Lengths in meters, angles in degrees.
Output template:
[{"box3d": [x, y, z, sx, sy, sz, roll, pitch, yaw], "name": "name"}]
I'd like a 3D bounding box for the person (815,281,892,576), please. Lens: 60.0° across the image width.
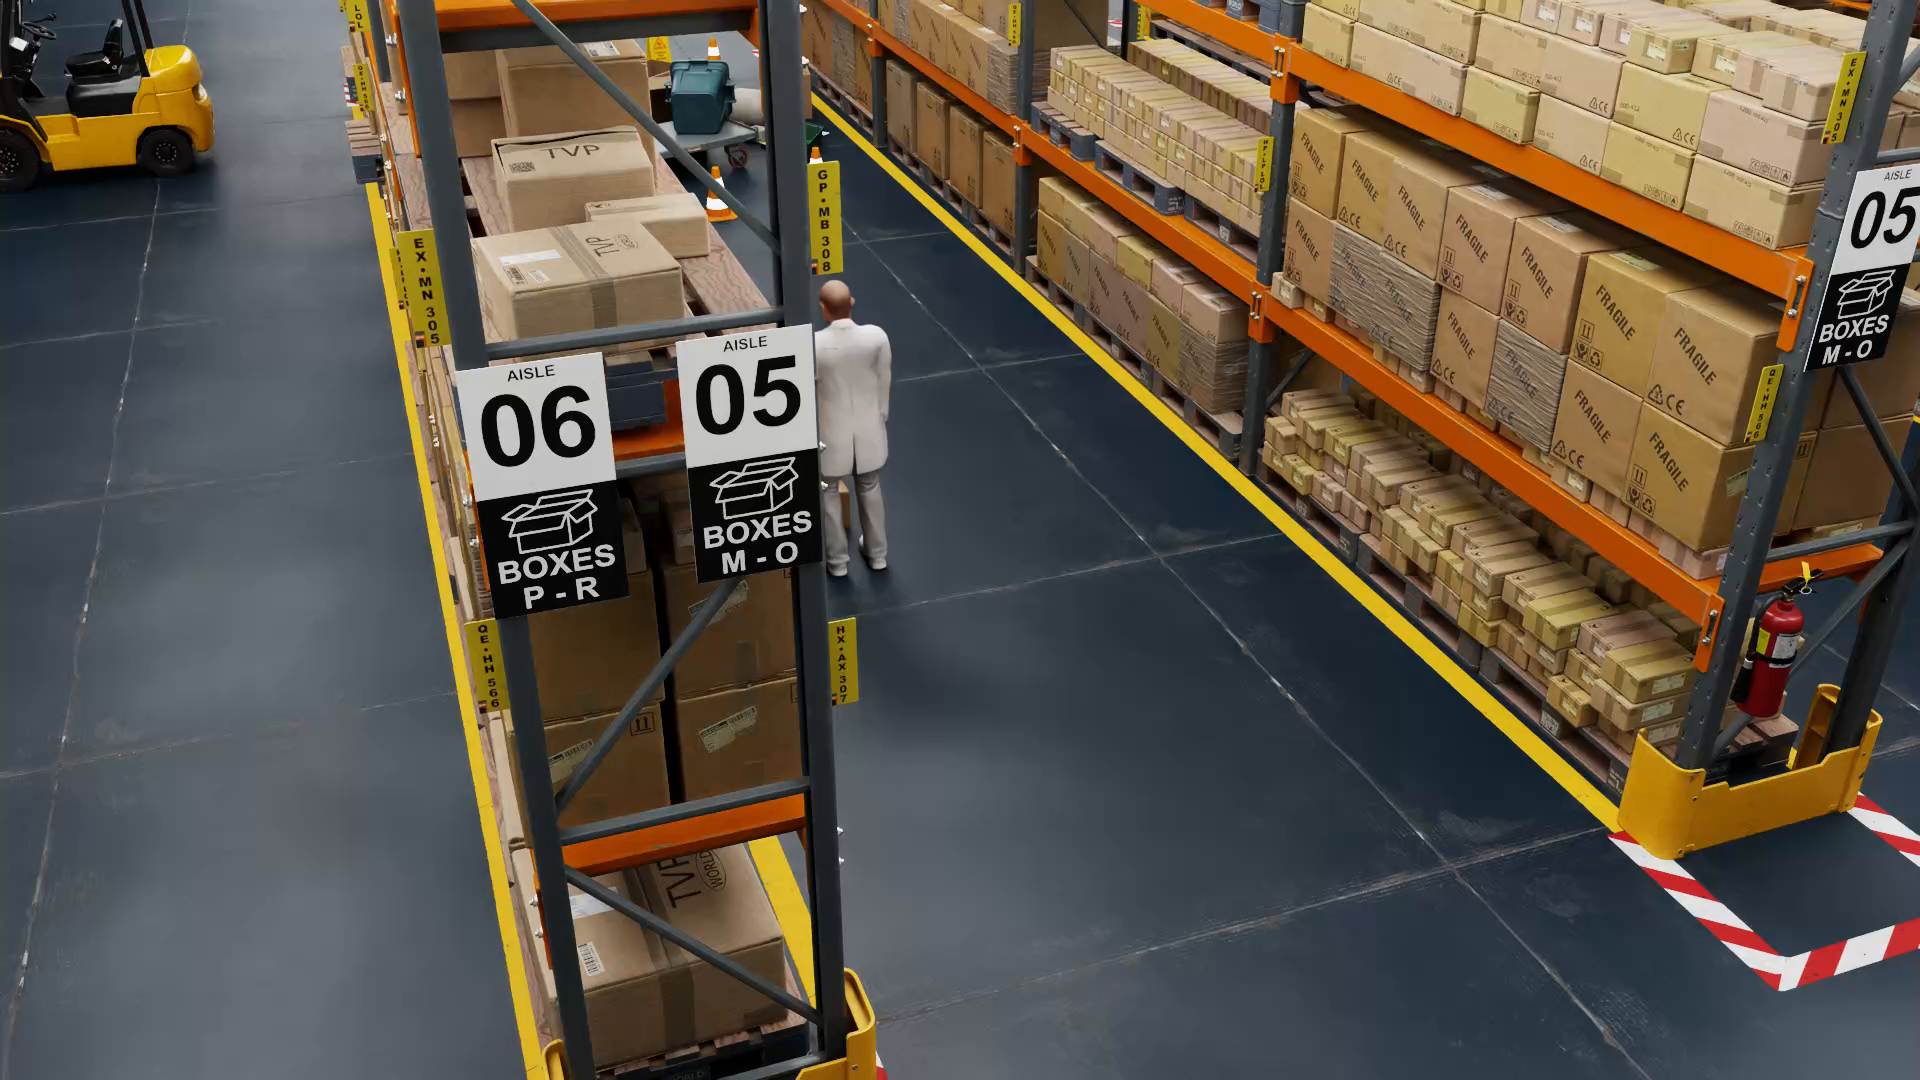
[{"box3d": [-0.676, -0.636, 9.518, 0.569, 1.761, 0.378, -10, 31, -17], "name": "person"}]
